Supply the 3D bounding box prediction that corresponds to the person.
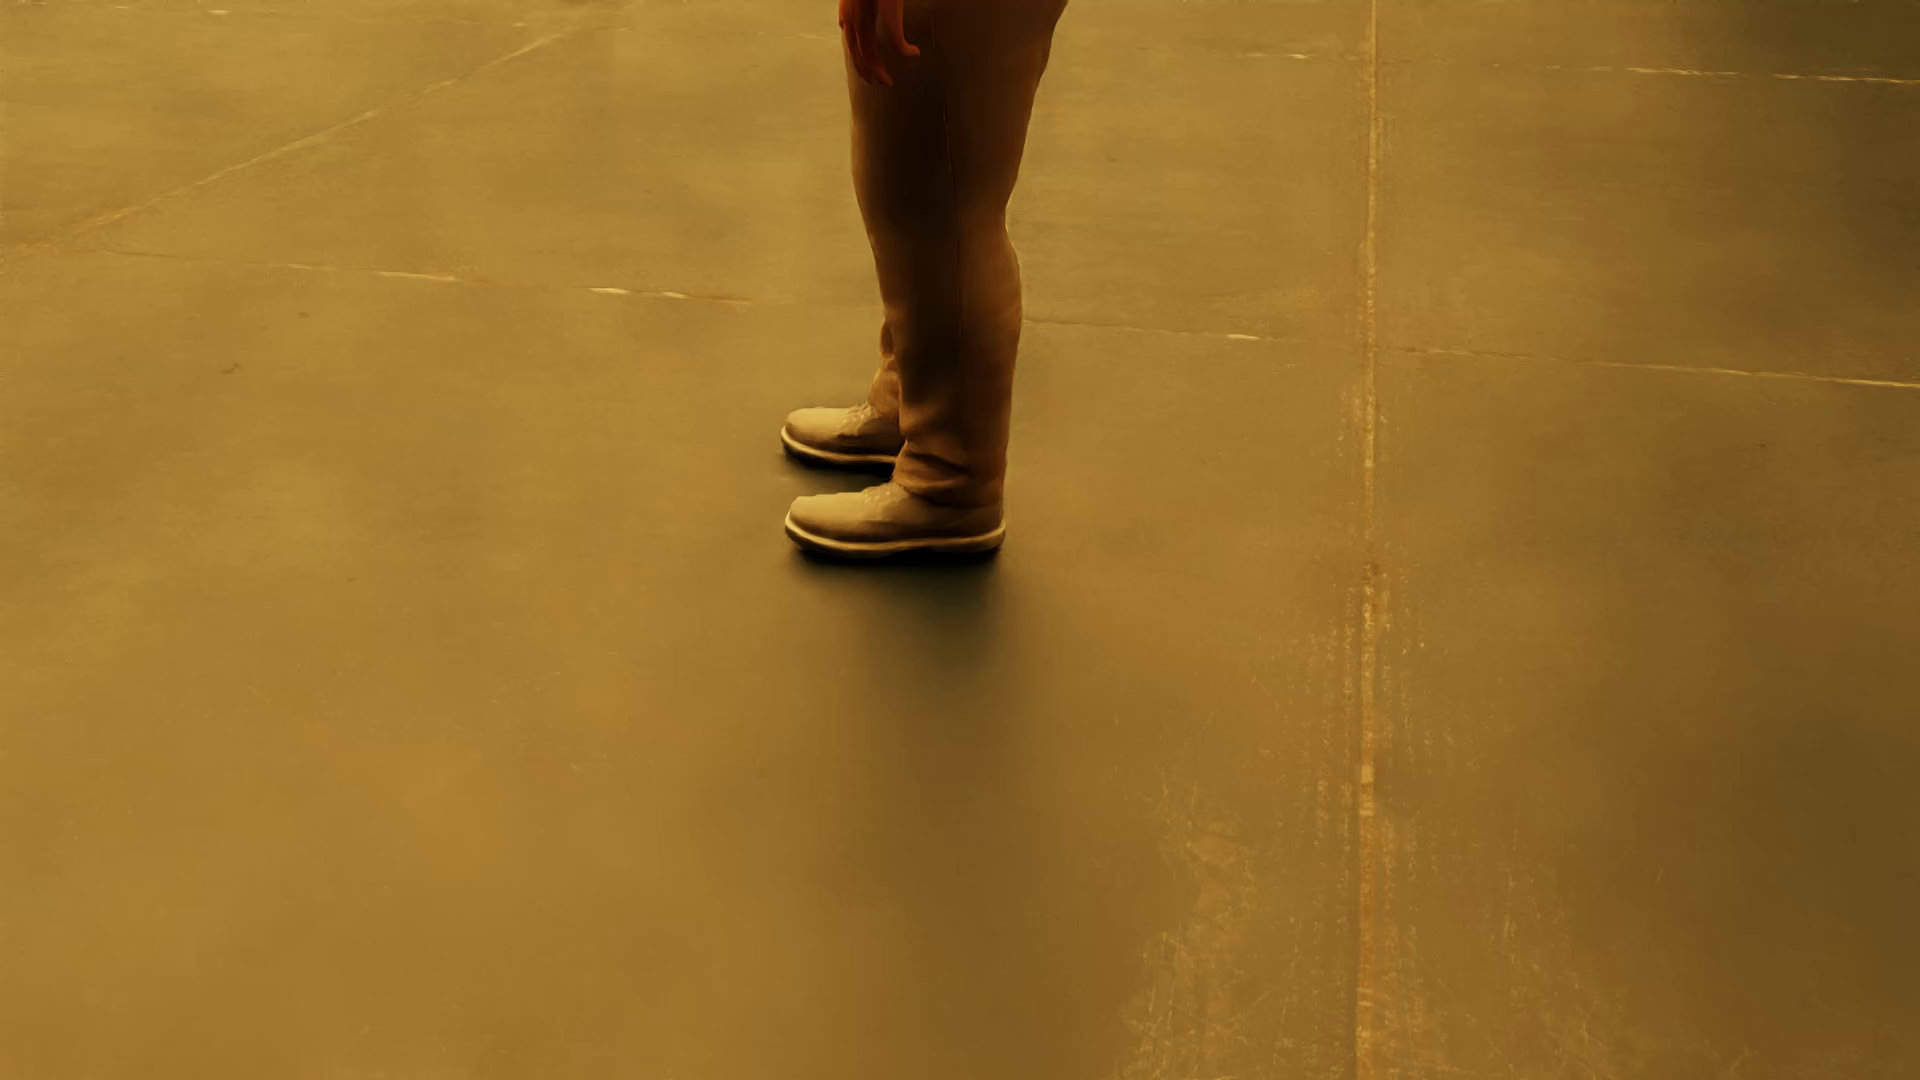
[{"bbox_3d":[-0.085,-0.792,2.135,0.550,1.726,0.640,6,27,11],"label":"person"}]
